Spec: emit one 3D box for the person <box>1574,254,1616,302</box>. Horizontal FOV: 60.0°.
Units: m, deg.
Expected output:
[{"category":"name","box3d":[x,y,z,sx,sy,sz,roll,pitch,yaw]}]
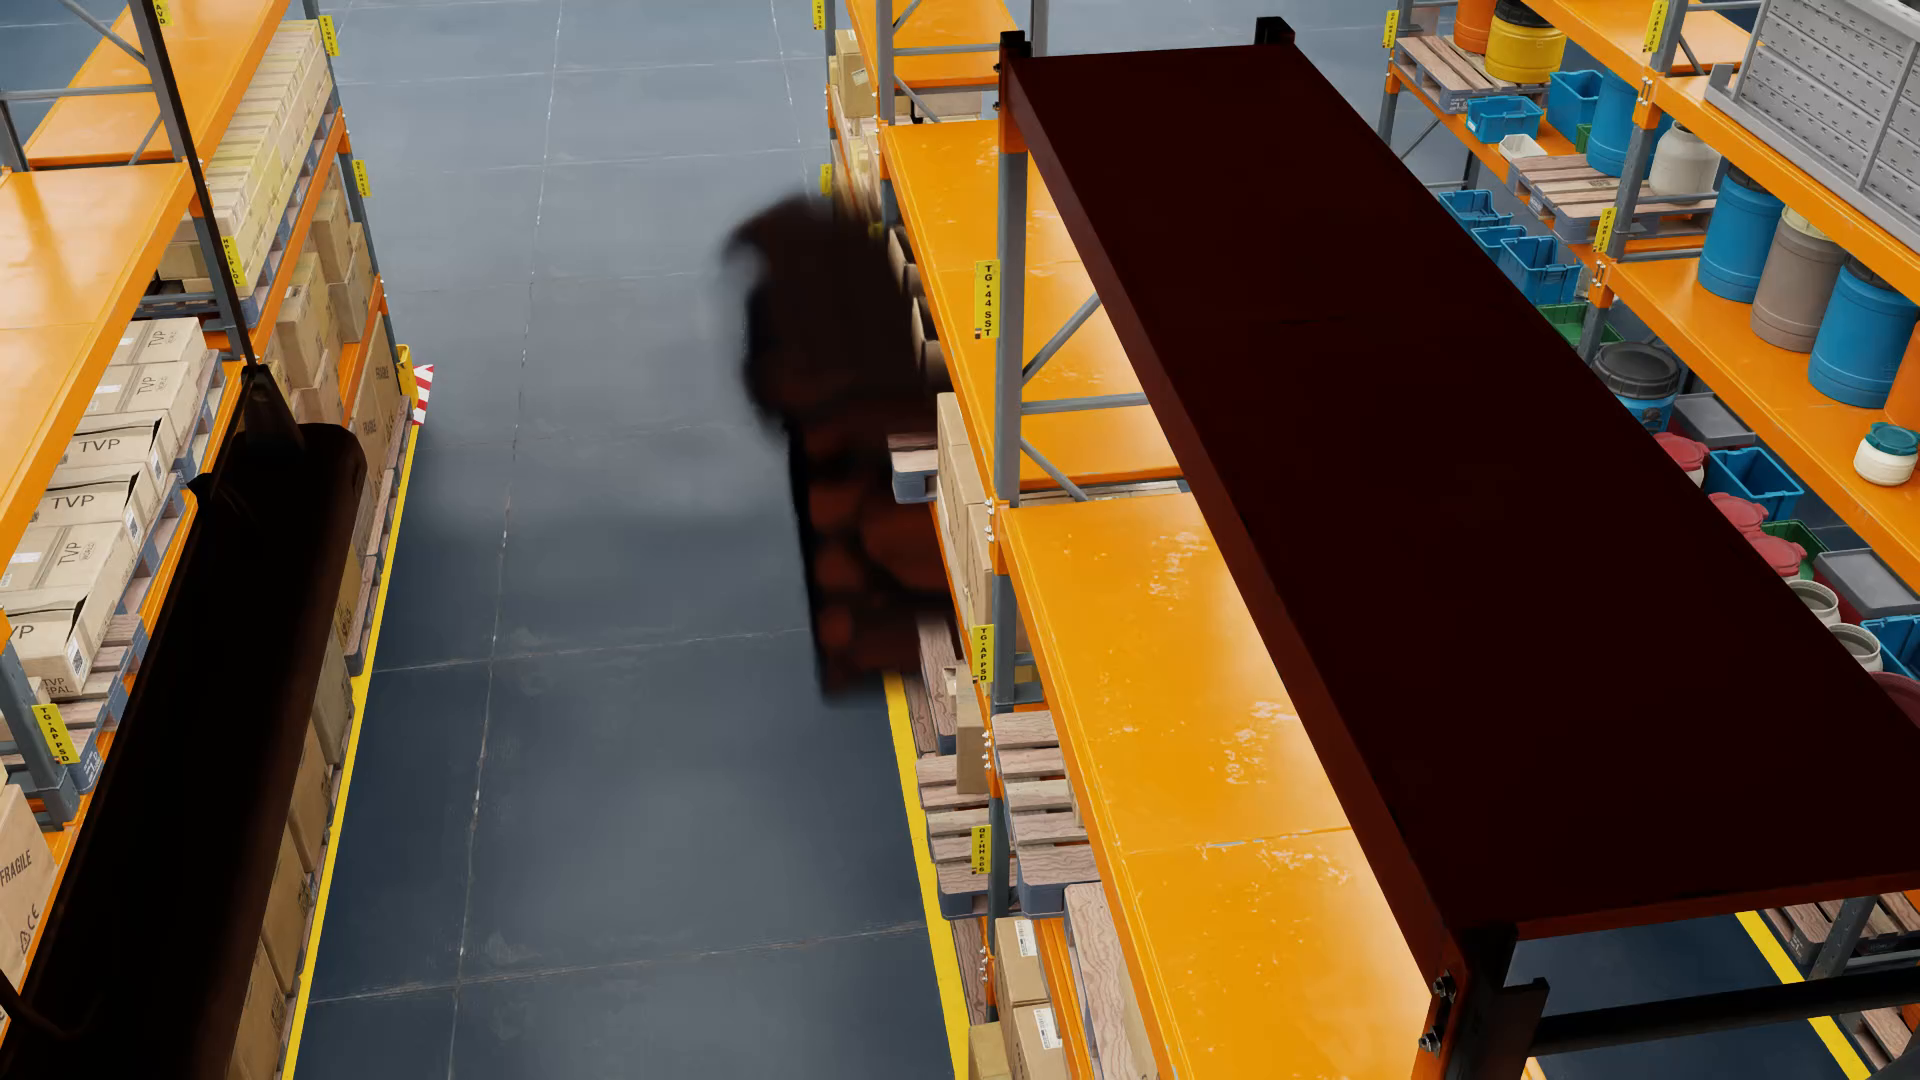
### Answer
[{"category":"person","box3d":[6.294,-3.109,16.293,0.474,1.671,0.544,3,36,4]}]
